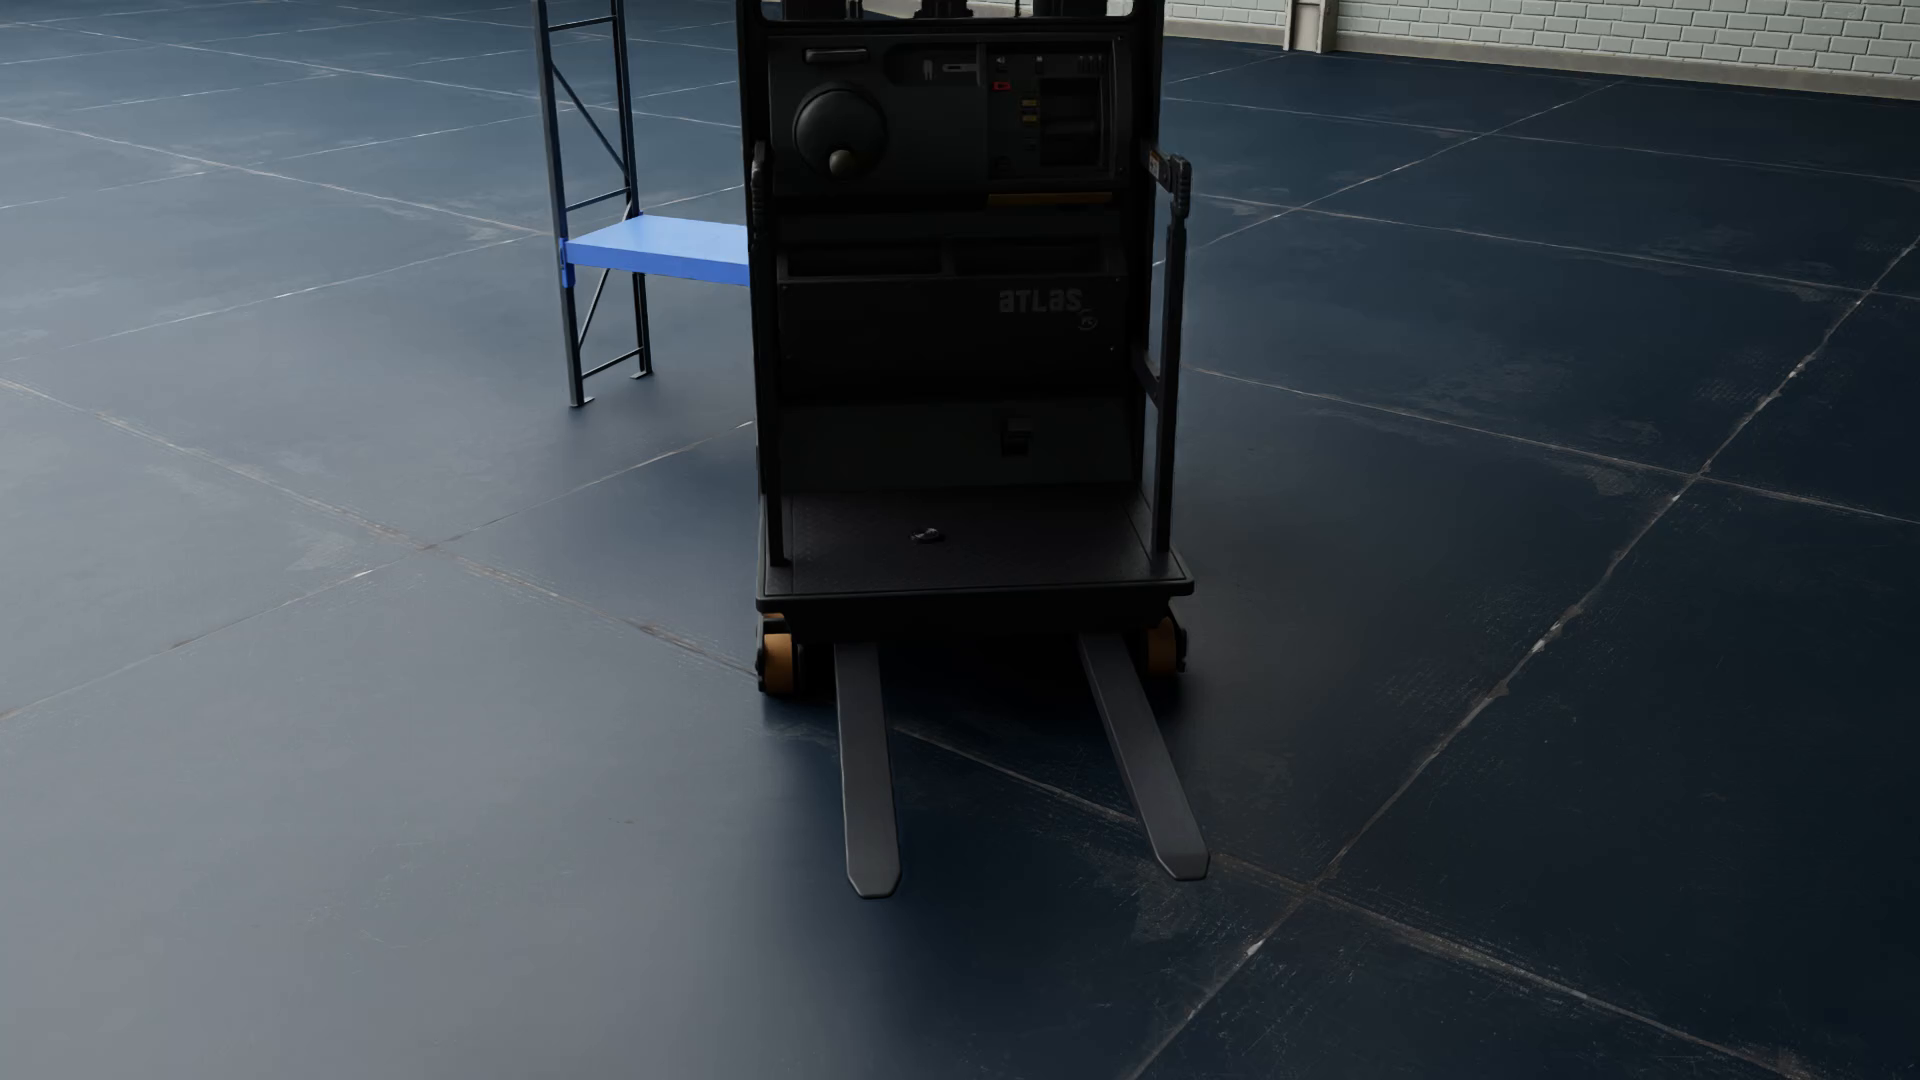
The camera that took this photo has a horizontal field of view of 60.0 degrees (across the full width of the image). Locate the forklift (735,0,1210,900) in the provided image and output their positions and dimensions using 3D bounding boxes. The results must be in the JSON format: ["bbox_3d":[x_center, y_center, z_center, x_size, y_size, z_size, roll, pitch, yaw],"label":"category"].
[{"bbox_3d":[0.001,-1.079,4.064,1.130,2.935,3.031,-2,24,-5],"label":"forklift"}]

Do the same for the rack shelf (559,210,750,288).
[{"bbox_3d":[-0.919,-1.037,6.191,1.000,0.185,0.538,11,26,22],"label":"rack shelf"}]

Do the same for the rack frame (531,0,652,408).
[{"bbox_3d":[-1.381,-1.288,6.313,0.032,1.500,0.500,11,26,22],"label":"rack frame"}]

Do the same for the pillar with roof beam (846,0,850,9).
[{"bbox_3d":[-4.051,-8.858,14.194,0.400,9.000,9.100,17,29,33],"label":"pillar with roof beam"}]

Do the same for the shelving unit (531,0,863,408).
[{"bbox_3d":[-0.919,-1.202,6.118,1.048,1.500,0.538,11,26,22],"label":"shelving unit"}]

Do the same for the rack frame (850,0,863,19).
[{"bbox_3d":[-0.457,-1.116,5.924,0.032,1.500,0.500,11,26,22],"label":"rack frame"}]

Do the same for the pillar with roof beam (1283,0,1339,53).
[{"bbox_3d":[0.750,-7.407,10.901,0.400,9.000,9.100,17,29,33],"label":"pillar with roof beam"}]
